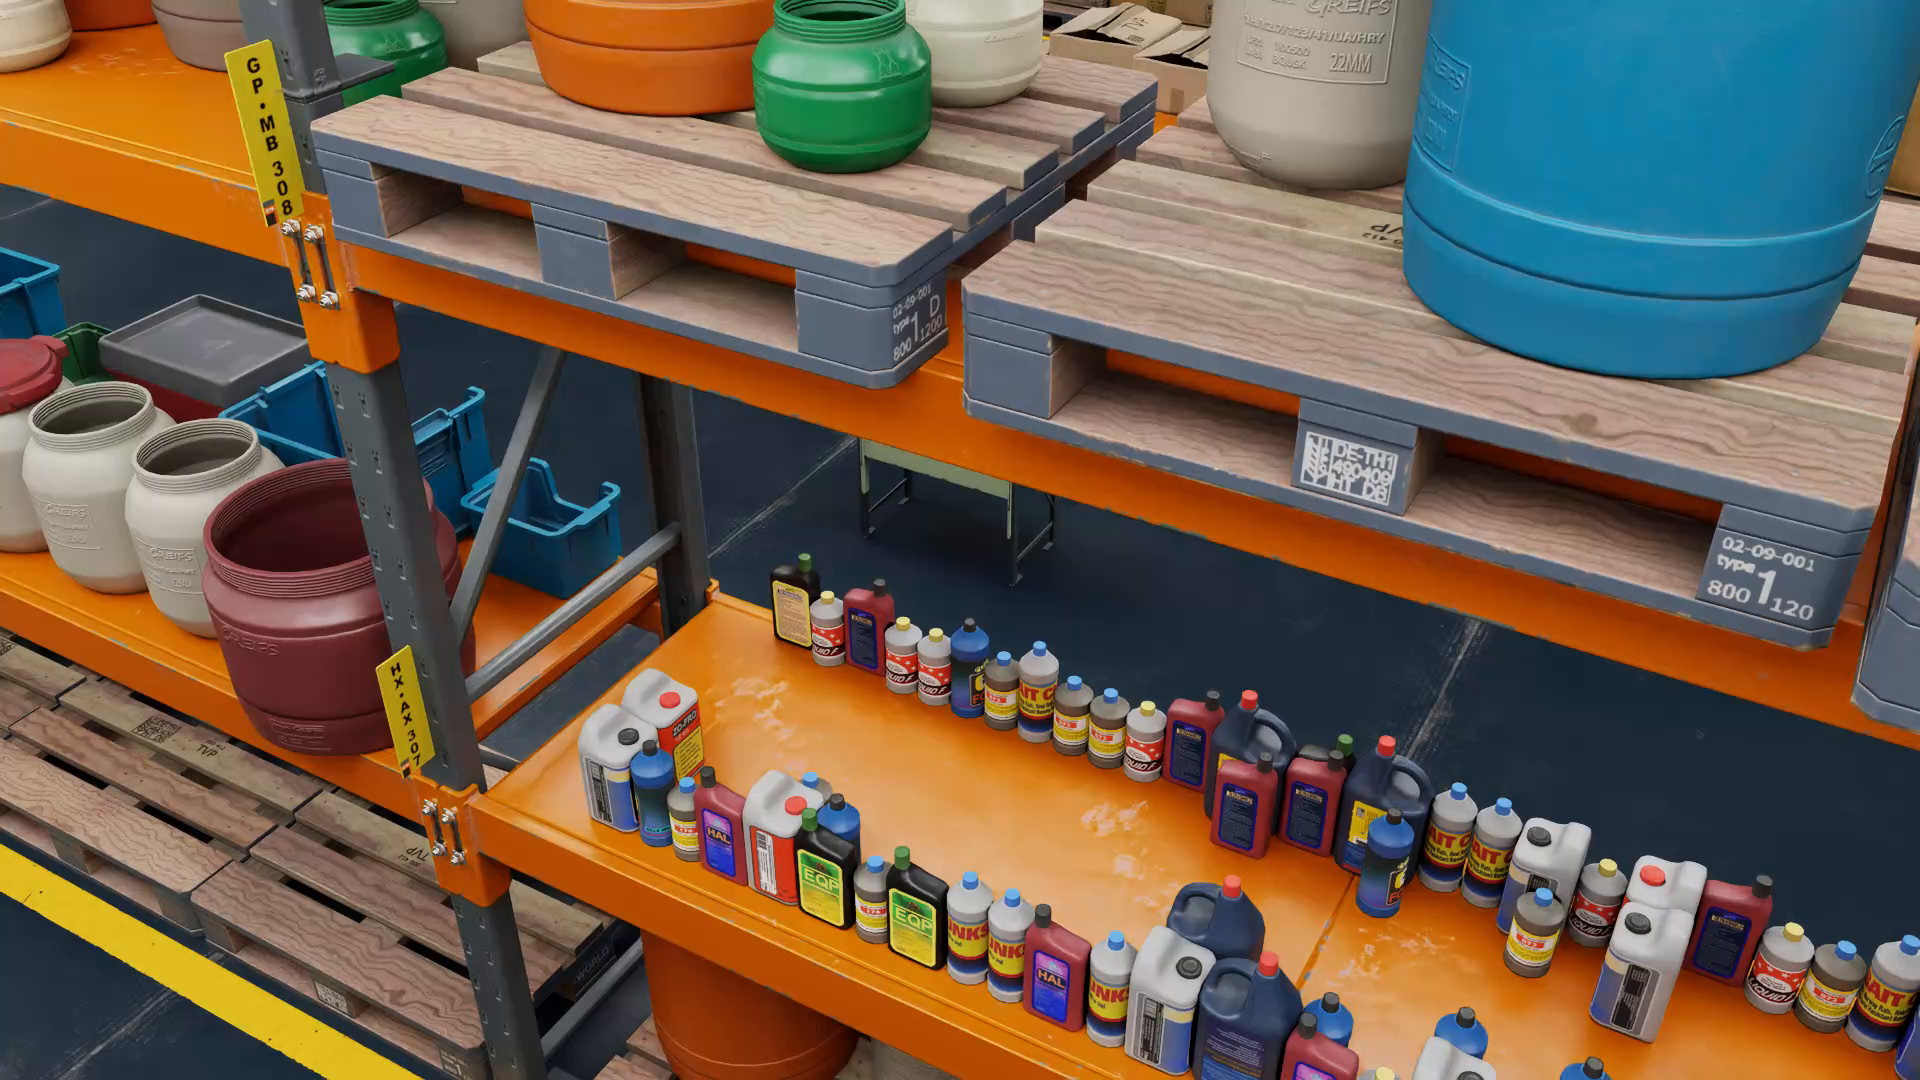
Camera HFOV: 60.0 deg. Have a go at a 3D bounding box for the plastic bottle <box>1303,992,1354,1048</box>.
[{"bbox_3d":[0.698,0.973,3.198,0.097,0.271,0.097,0,34,0],"label":"plastic bottle"}]

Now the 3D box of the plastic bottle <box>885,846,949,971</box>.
[{"bbox_3d":[-0.088,0.770,3.493,0.133,0.283,0.061,18,37,24],"label":"plastic bottle"}]

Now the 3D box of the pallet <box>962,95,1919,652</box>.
[{"bbox_3d":[0.759,-0.352,2.536,1.213,0.211,1.003,18,37,24],"label":"pallet"}]

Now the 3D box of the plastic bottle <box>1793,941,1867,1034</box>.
[{"bbox_3d":[1.772,0.897,3.376,0.097,0.201,0.097,0,34,0],"label":"plastic bottle"}]

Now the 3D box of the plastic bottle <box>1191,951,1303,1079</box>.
[{"bbox_3d":[0.557,0.919,3.208,0.185,0.351,0.144,18,37,24],"label":"plastic bottle"}]

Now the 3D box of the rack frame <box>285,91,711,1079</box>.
[{"bbox_3d":[-0.999,0.197,4.248,0.127,3.000,1.000,18,37,24],"label":"rack frame"}]

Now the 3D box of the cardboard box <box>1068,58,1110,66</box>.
[{"bbox_3d":[0.544,-2.195,8.067,0.250,0.149,0.380,18,37,24],"label":"cardboard box"}]

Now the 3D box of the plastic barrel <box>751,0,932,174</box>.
[{"bbox_3d":[-0.193,-0.760,2.739,0.294,0.245,0.294,0,34,0],"label":"plastic barrel"}]

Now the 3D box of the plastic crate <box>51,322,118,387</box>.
[{"bbox_3d":[-2.820,-0.472,5.443,0.662,0.188,0.450,18,37,24],"label":"plastic crate"}]

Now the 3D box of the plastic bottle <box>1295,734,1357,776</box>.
[{"bbox_3d":[0.832,0.553,3.818,0.133,0.283,0.061,18,37,24],"label":"plastic bottle"}]

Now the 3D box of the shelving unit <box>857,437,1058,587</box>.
[{"bbox_3d":[-0.006,-0.626,6.837,0.755,1.500,0.431,18,37,24],"label":"shelving unit"}]

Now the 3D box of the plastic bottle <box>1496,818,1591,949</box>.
[{"bbox_3d":[1.256,0.720,3.575,0.135,0.276,0.152,18,37,24],"label":"plastic bottle"}]

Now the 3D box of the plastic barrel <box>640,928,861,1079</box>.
[{"bbox_3d":[-0.566,1.052,4.543,0.708,0.830,0.600,18,37,24],"label":"plastic barrel"}]

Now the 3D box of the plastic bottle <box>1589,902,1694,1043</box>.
[{"bbox_3d":[1.382,0.857,3.369,0.135,0.276,0.152,18,37,24],"label":"plastic bottle"}]

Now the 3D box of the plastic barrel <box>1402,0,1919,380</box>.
[{"bbox_3d":[0.916,-0.731,2.103,0.708,0.901,0.600,18,37,24],"label":"plastic barrel"}]

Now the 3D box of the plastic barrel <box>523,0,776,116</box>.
[{"bbox_3d":[-0.508,-1.247,2.944,0.708,0.830,0.600,18,37,24],"label":"plastic barrel"}]

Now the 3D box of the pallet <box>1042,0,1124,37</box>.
[{"bbox_3d":[1.120,-4.296,13.512,1.213,0.211,1.003,18,37,24],"label":"pallet"}]

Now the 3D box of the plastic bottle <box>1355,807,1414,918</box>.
[{"bbox_3d":[0.928,0.692,3.620,0.097,0.271,0.097,0,34,0],"label":"plastic bottle"}]

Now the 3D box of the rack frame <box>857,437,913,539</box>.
[{"bbox_3d":[-0.324,-0.727,6.988,0.023,1.500,0.400,18,37,24],"label":"rack frame"}]

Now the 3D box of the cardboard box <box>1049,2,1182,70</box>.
[{"bbox_3d":[0.781,-2.488,8.360,0.500,0.311,0.500,17,37,24],"label":"cardboard box"}]

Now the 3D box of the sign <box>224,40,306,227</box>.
[{"bbox_3d":[-1.266,-0.741,3.045,0.005,0.325,0.100,18,37,24],"label":"sign"}]

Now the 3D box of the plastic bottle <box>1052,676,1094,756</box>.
[{"bbox_3d":[0.278,0.424,4.087,0.097,0.201,0.097,0,34,0],"label":"plastic bottle"}]

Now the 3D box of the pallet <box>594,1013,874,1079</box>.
[{"bbox_3d":[-0.294,1.554,4.725,1.213,0.211,1.003,18,37,24],"label":"pallet"}]

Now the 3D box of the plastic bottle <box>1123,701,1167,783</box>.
[{"bbox_3d":[0.447,0.477,4.007,0.097,0.201,0.097,0,34,0],"label":"plastic bottle"}]

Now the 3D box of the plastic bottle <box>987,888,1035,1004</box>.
[{"bbox_3d":[0.106,0.824,3.422,0.097,0.271,0.097,0,34,0],"label":"plastic bottle"}]

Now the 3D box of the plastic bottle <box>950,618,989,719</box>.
[{"bbox_3d":[0.024,0.314,4.188,0.097,0.271,0.097,0,34,0],"label":"plastic bottle"}]

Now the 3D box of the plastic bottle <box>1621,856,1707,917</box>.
[{"bbox_3d":[1.457,0.783,3.479,0.135,0.276,0.152,18,37,24],"label":"plastic bottle"}]

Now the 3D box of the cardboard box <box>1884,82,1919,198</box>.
[{"bbox_3d":[4.006,-1.698,6.625,0.500,0.500,0.700,24,41,32],"label":"cardboard box"}]

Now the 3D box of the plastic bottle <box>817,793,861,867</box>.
[{"bbox_3d":[-0.265,0.668,3.656,0.097,0.271,0.097,0,34,0],"label":"plastic bottle"}]

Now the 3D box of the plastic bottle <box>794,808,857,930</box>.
[{"bbox_3d":[-0.288,0.706,3.588,0.133,0.283,0.061,18,37,24],"label":"plastic bottle"}]

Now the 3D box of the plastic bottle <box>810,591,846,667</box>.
[{"bbox_3d":[-0.345,0.226,4.383,0.097,0.201,0.097,0,34,0],"label":"plastic bottle"}]

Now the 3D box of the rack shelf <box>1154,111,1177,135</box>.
[{"bbox_3d":[-0.275,-2.436,8.851,4.000,0.370,1.077,18,37,24],"label":"rack shelf"}]

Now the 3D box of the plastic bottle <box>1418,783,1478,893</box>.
[{"bbox_3d":[1.084,0.650,3.684,0.097,0.271,0.097,0,34,0],"label":"plastic bottle"}]

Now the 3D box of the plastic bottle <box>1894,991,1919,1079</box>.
[{"bbox_3d":[1.943,0.937,3.248,0.135,0.276,0.152,18,37,24],"label":"plastic bottle"}]

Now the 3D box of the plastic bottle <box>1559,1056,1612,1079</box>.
[{"bbox_3d":[1.145,1.056,3.073,0.097,0.271,0.097,0,34,0],"label":"plastic bottle"}]

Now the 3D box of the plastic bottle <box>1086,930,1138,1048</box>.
[{"bbox_3d":[0.306,0.888,3.327,0.097,0.271,0.097,0,34,0],"label":"plastic bottle"}]

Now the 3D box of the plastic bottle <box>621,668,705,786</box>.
[{"bbox_3d":[-0.708,0.450,3.980,0.135,0.276,0.152,18,37,24],"label":"plastic bottle"}]

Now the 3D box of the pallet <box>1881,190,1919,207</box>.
[{"bbox_3d":[4.295,-1.278,6.636,1.213,0.211,1.003,18,37,24],"label":"pallet"}]

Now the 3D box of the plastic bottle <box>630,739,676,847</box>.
[{"bbox_3d":[-0.697,0.570,3.804,0.097,0.271,0.097,0,34,0],"label":"plastic bottle"}]

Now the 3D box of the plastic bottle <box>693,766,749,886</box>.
[{"bbox_3d":[-0.521,0.632,3.699,0.133,0.283,0.061,18,37,24],"label":"plastic bottle"}]

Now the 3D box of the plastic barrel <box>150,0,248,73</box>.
[{"bbox_3d":[-1.604,-1.590,3.774,0.600,0.901,0.600,0,34,0],"label":"plastic barrel"}]

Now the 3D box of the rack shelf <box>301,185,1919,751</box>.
[{"bbox_3d":[0.737,-0.202,2.790,4.000,0.370,1.077,18,37,24],"label":"rack shelf"}]

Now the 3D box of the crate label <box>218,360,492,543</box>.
[{"bbox_3d":[-1.728,-0.221,4.844,0.616,0.435,0.502,18,37,24],"label":"crate label"}]

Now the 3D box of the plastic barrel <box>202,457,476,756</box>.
[{"bbox_3d":[-1.552,0.159,4.183,0.708,0.536,0.600,18,37,24],"label":"plastic barrel"}]

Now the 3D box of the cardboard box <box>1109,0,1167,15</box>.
[{"bbox_3d":[1.565,-4.501,13.161,0.500,0.500,0.700,17,37,23],"label":"cardboard box"}]

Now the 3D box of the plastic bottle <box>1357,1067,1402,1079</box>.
[{"bbox_3d":[0.784,1.068,3.119,0.097,0.201,0.097,0,34,0],"label":"plastic bottle"}]

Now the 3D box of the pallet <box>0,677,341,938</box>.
[{"bbox_3d":[-2.708,0.790,5.873,1.213,0.211,1.003,18,37,24],"label":"pallet"}]

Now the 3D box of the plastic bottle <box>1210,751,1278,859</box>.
[{"bbox_3d":[0.645,0.586,3.769,0.133,0.283,0.061,18,37,24],"label":"plastic bottle"}]

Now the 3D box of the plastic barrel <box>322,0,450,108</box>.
[{"bbox_3d":[-1.239,-1.030,3.524,0.294,0.245,0.294,0,34,0],"label":"plastic barrel"}]

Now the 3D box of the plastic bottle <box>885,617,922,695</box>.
[{"bbox_3d":[-0.145,0.290,4.288,0.097,0.201,0.097,0,34,0],"label":"plastic bottle"}]

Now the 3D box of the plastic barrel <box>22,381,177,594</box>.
[{"bbox_3d":[-2.364,-0.145,4.661,0.421,0.512,0.421,0,34,0],"label":"plastic barrel"}]

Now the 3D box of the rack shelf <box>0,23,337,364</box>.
[{"bbox_3d":[-2.736,-1.302,4.442,4.000,0.370,1.077,18,37,24],"label":"rack shelf"}]

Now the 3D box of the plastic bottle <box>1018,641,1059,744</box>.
[{"bbox_3d":[0.193,0.368,4.108,0.097,0.271,0.097,0,34,0],"label":"plastic bottle"}]
